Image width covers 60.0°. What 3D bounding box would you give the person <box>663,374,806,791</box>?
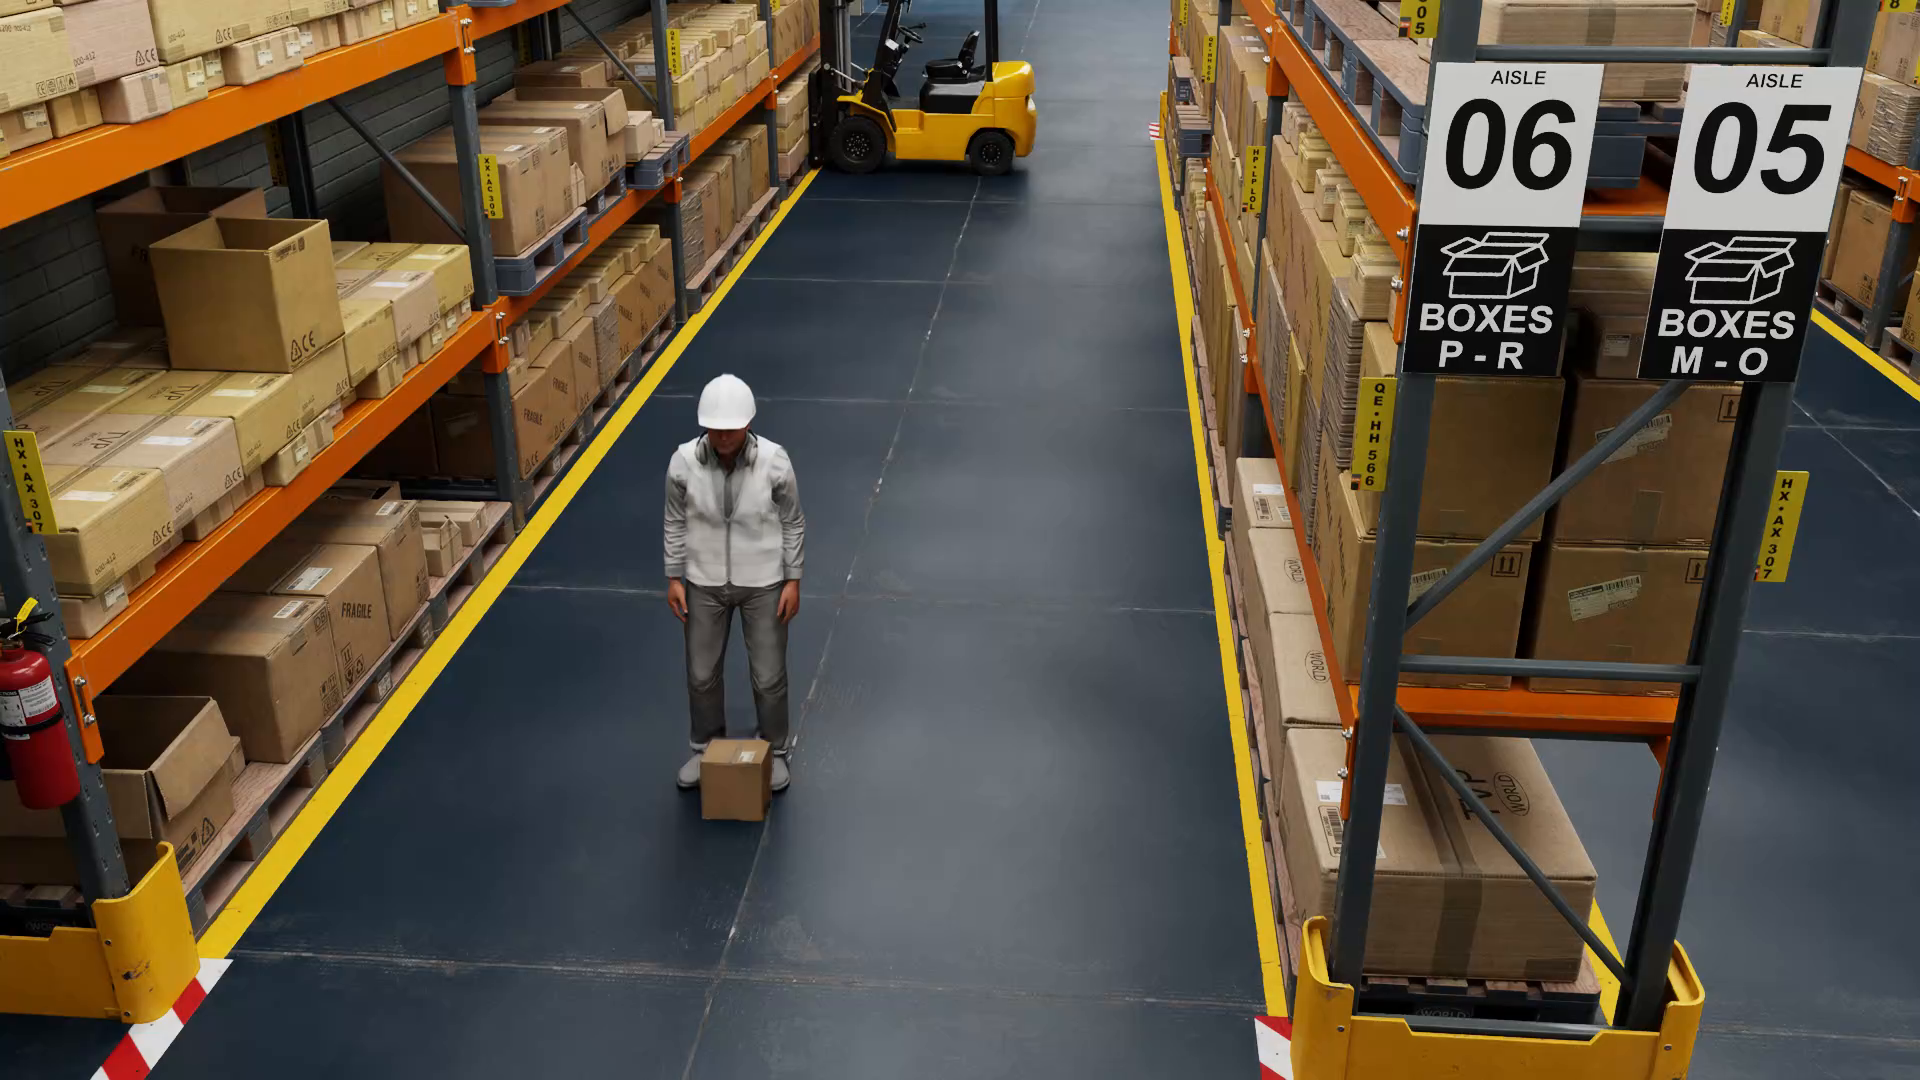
[{"bbox_3d":[-0.902,0.167,6.703,0.570,1.772,0.456,1,24,2],"label":"person"}]
